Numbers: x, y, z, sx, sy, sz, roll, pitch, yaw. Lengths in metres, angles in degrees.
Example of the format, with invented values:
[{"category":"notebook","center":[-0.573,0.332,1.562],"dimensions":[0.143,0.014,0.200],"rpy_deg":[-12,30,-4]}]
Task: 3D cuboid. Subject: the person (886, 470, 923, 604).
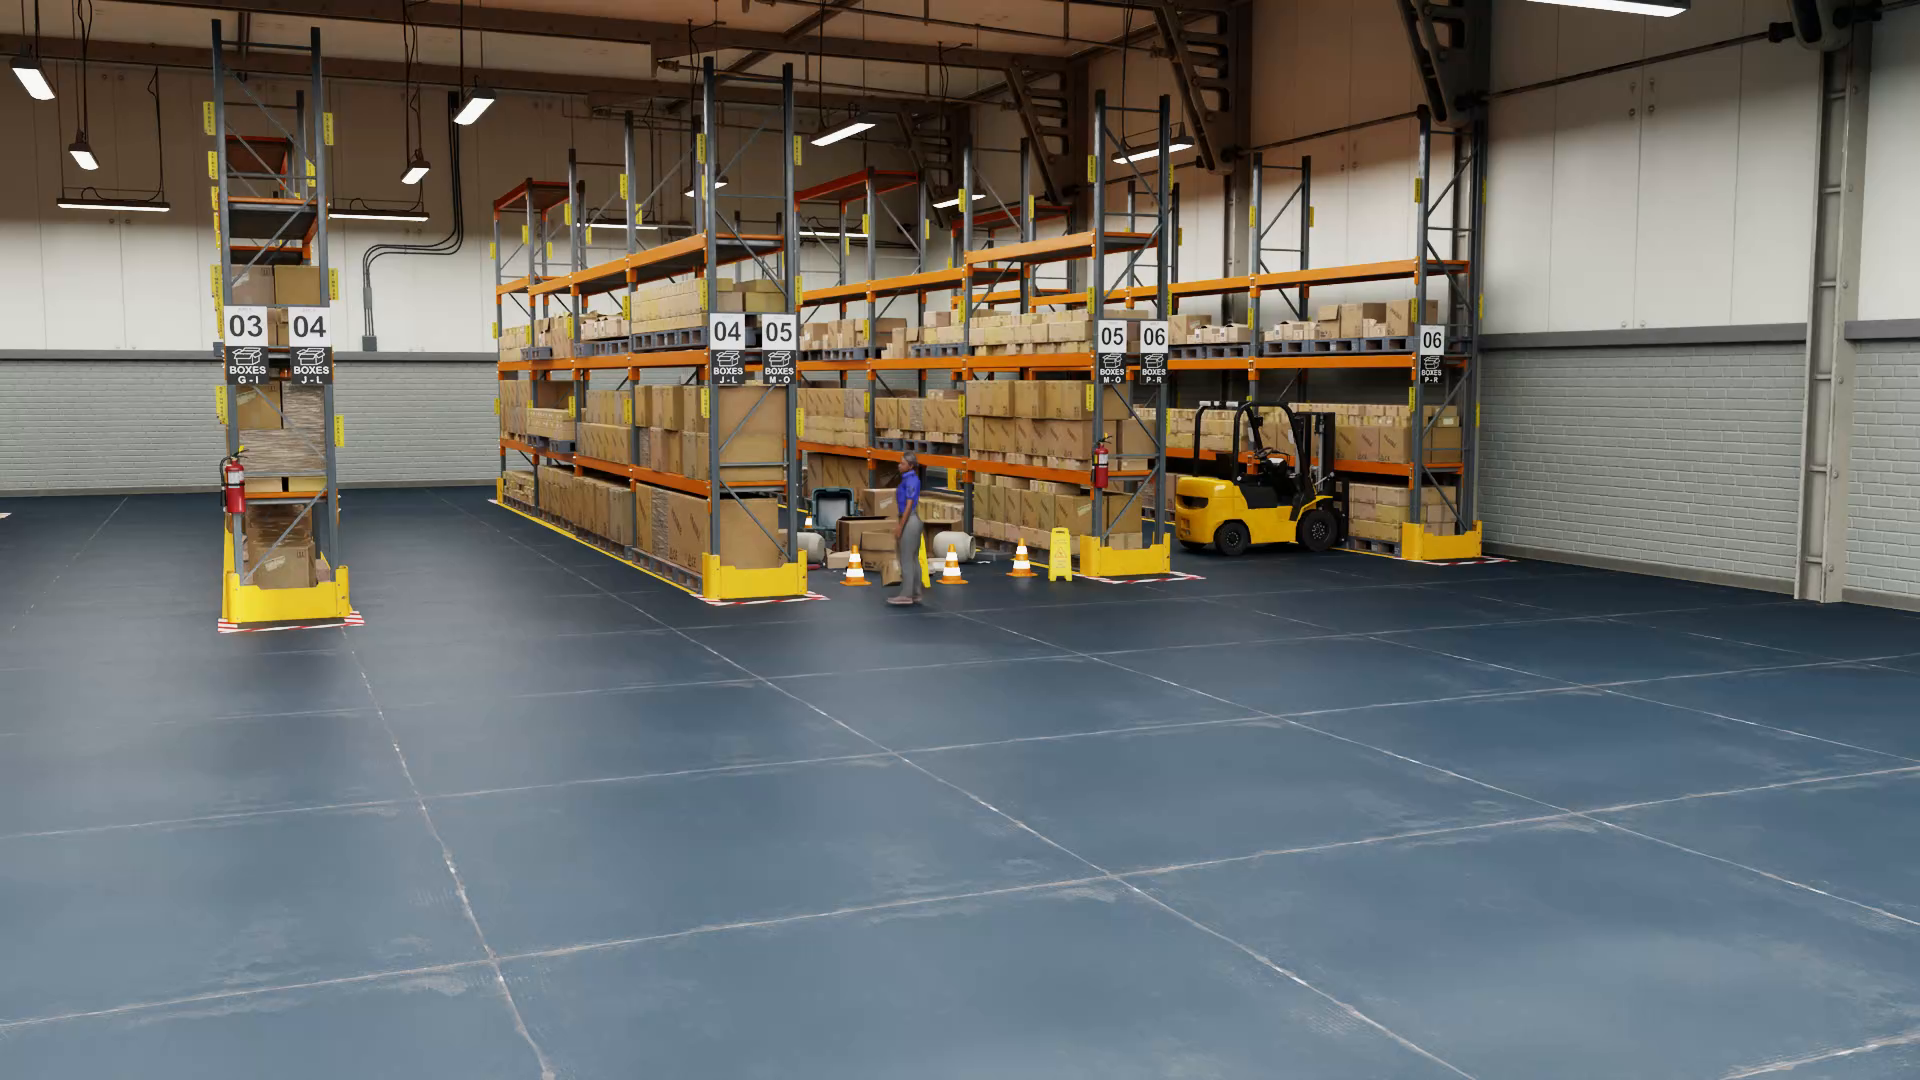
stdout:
[{"category":"person","center":[-0.608,-0.033,18.175],"dimensions":[0.403,1.465,0.506],"rpy_deg":[0,6,-3]}]
